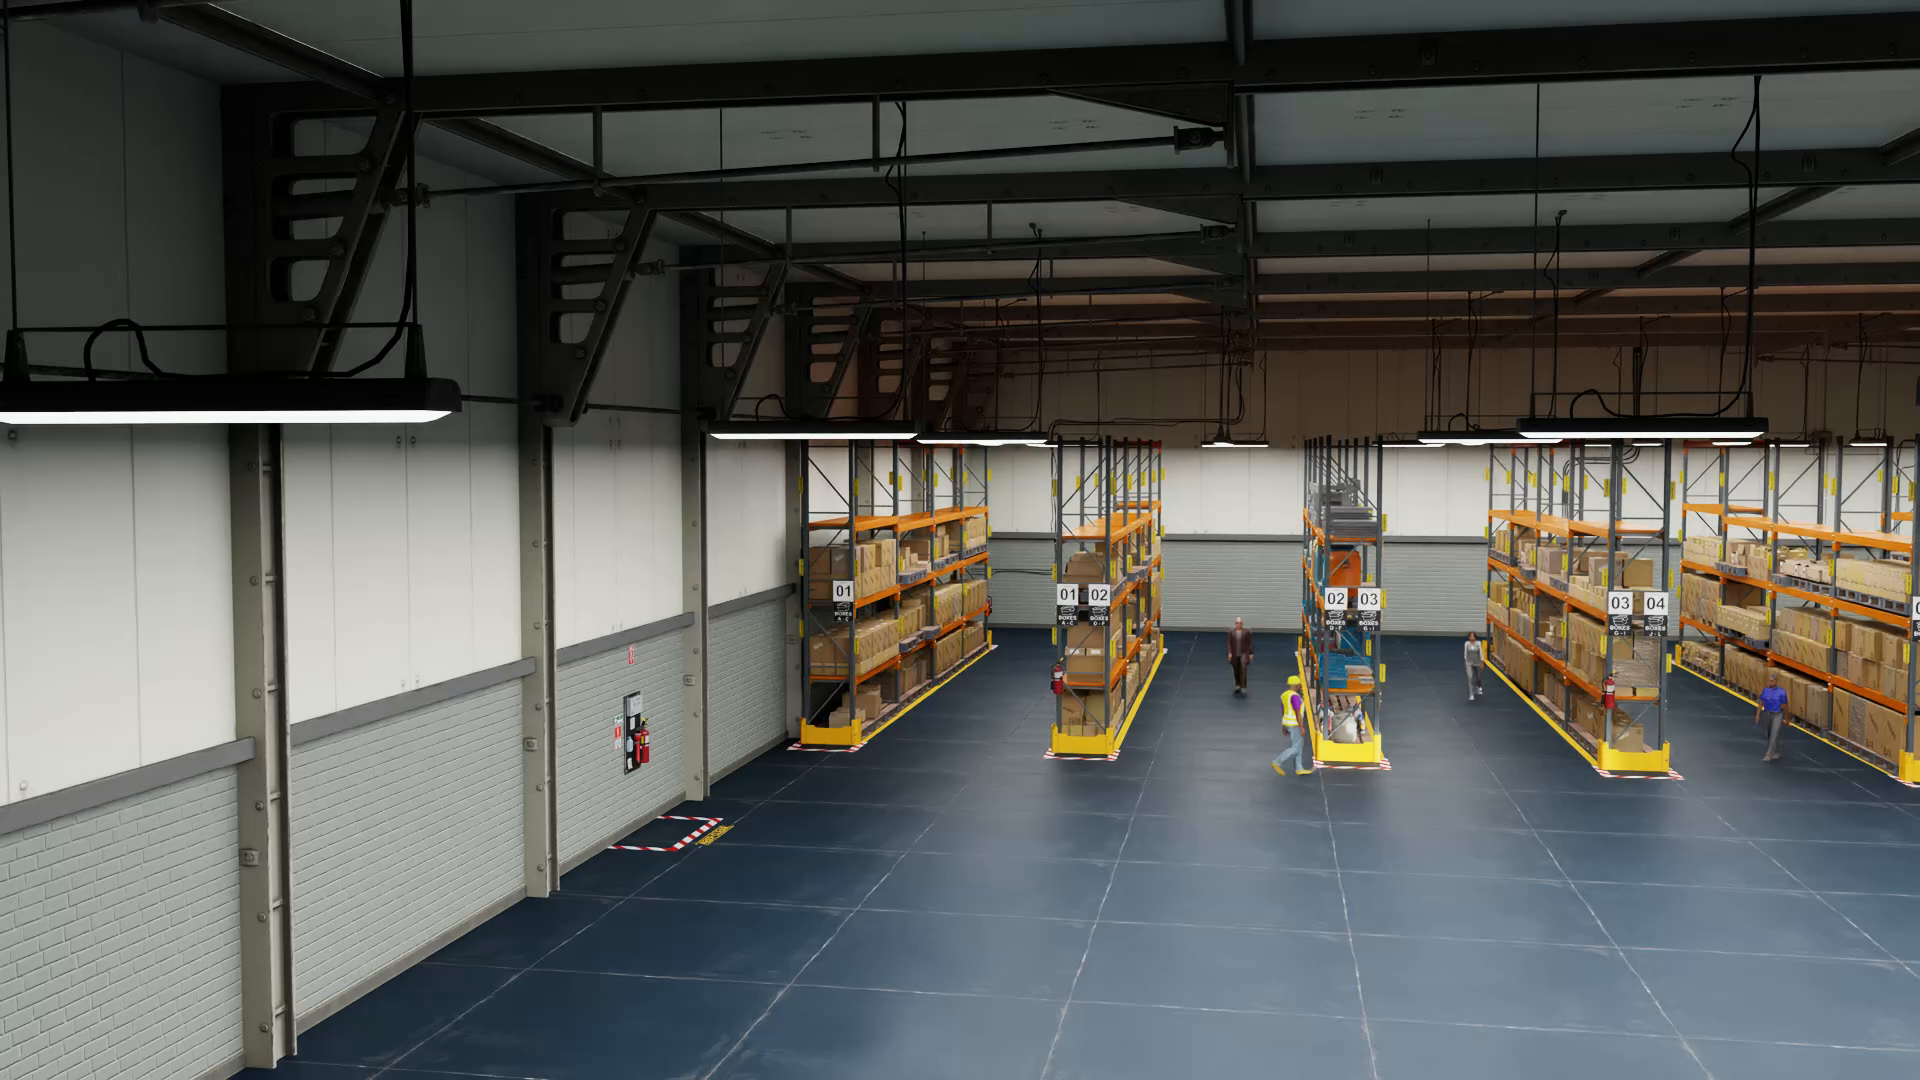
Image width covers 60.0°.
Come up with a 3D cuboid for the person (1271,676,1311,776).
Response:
[{"bbox_3d":[5.807,3.269,29.193,0.836,1.752,0.631,-1,3,-15],"label":"person"}]

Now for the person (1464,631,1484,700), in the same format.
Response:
[{"bbox_3d":[11.848,2.863,38.308,0.442,1.559,0.852,1,3,20],"label":"person"}]

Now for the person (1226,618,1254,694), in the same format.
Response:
[{"bbox_3d":[6.581,2.707,39.165,0.629,1.740,0.993,1,3,19],"label":"person"}]

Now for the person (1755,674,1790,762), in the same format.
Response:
[{"bbox_3d":[14.857,3.252,30.480,1.019,1.601,0.474,-2,4,-35],"label":"person"}]
